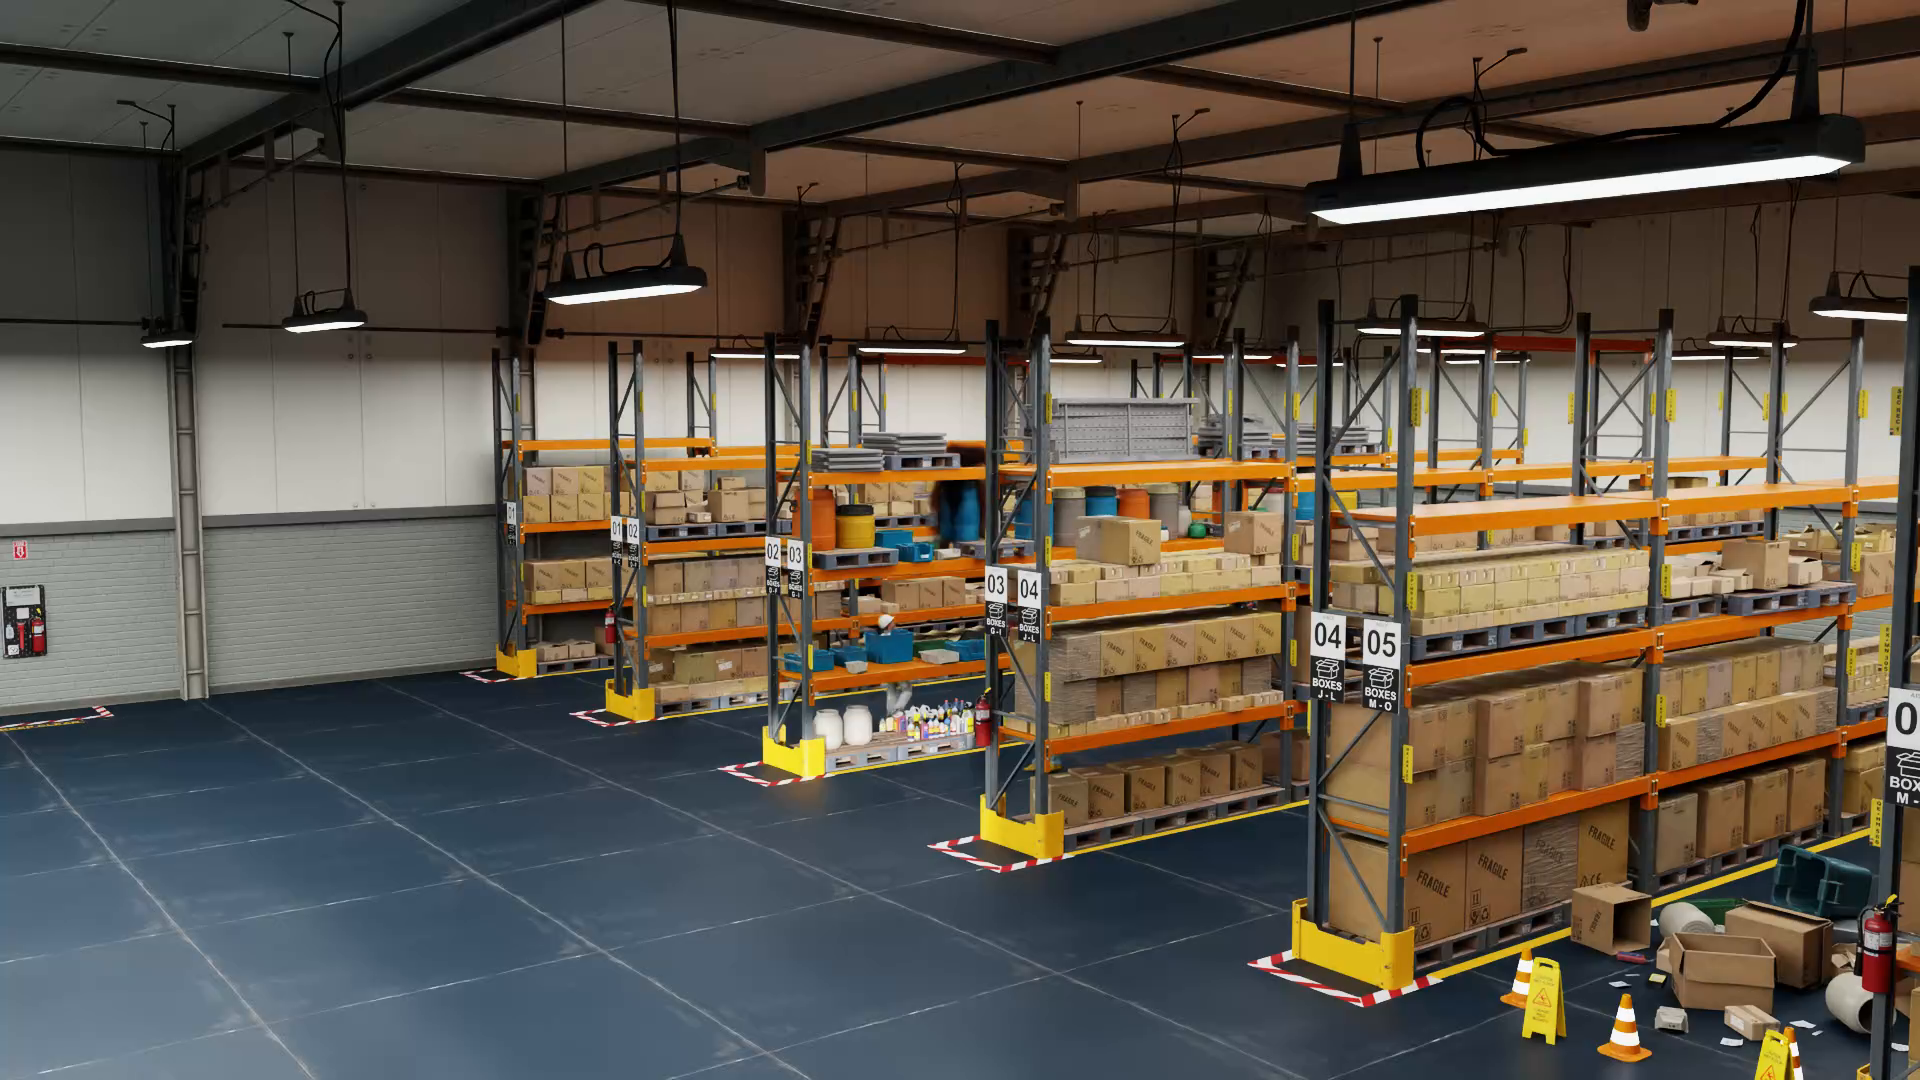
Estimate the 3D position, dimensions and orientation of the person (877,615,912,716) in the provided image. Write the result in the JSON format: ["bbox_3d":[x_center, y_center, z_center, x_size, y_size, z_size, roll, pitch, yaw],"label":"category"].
[{"bbox_3d":[-1.023,2.013,25.752,0.549,1.733,0.563,2,5,19],"label":"person"}]

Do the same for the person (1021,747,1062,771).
[{"bbox_3d":[1.118,2.306,22.737,0.614,1.782,0.631,-1,5,-7],"label":"person"}]

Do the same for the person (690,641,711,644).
[{"bbox_3d":[-4.766,1.706,30.248,0.465,1.580,0.846,4,6,36],"label":"person"}]
